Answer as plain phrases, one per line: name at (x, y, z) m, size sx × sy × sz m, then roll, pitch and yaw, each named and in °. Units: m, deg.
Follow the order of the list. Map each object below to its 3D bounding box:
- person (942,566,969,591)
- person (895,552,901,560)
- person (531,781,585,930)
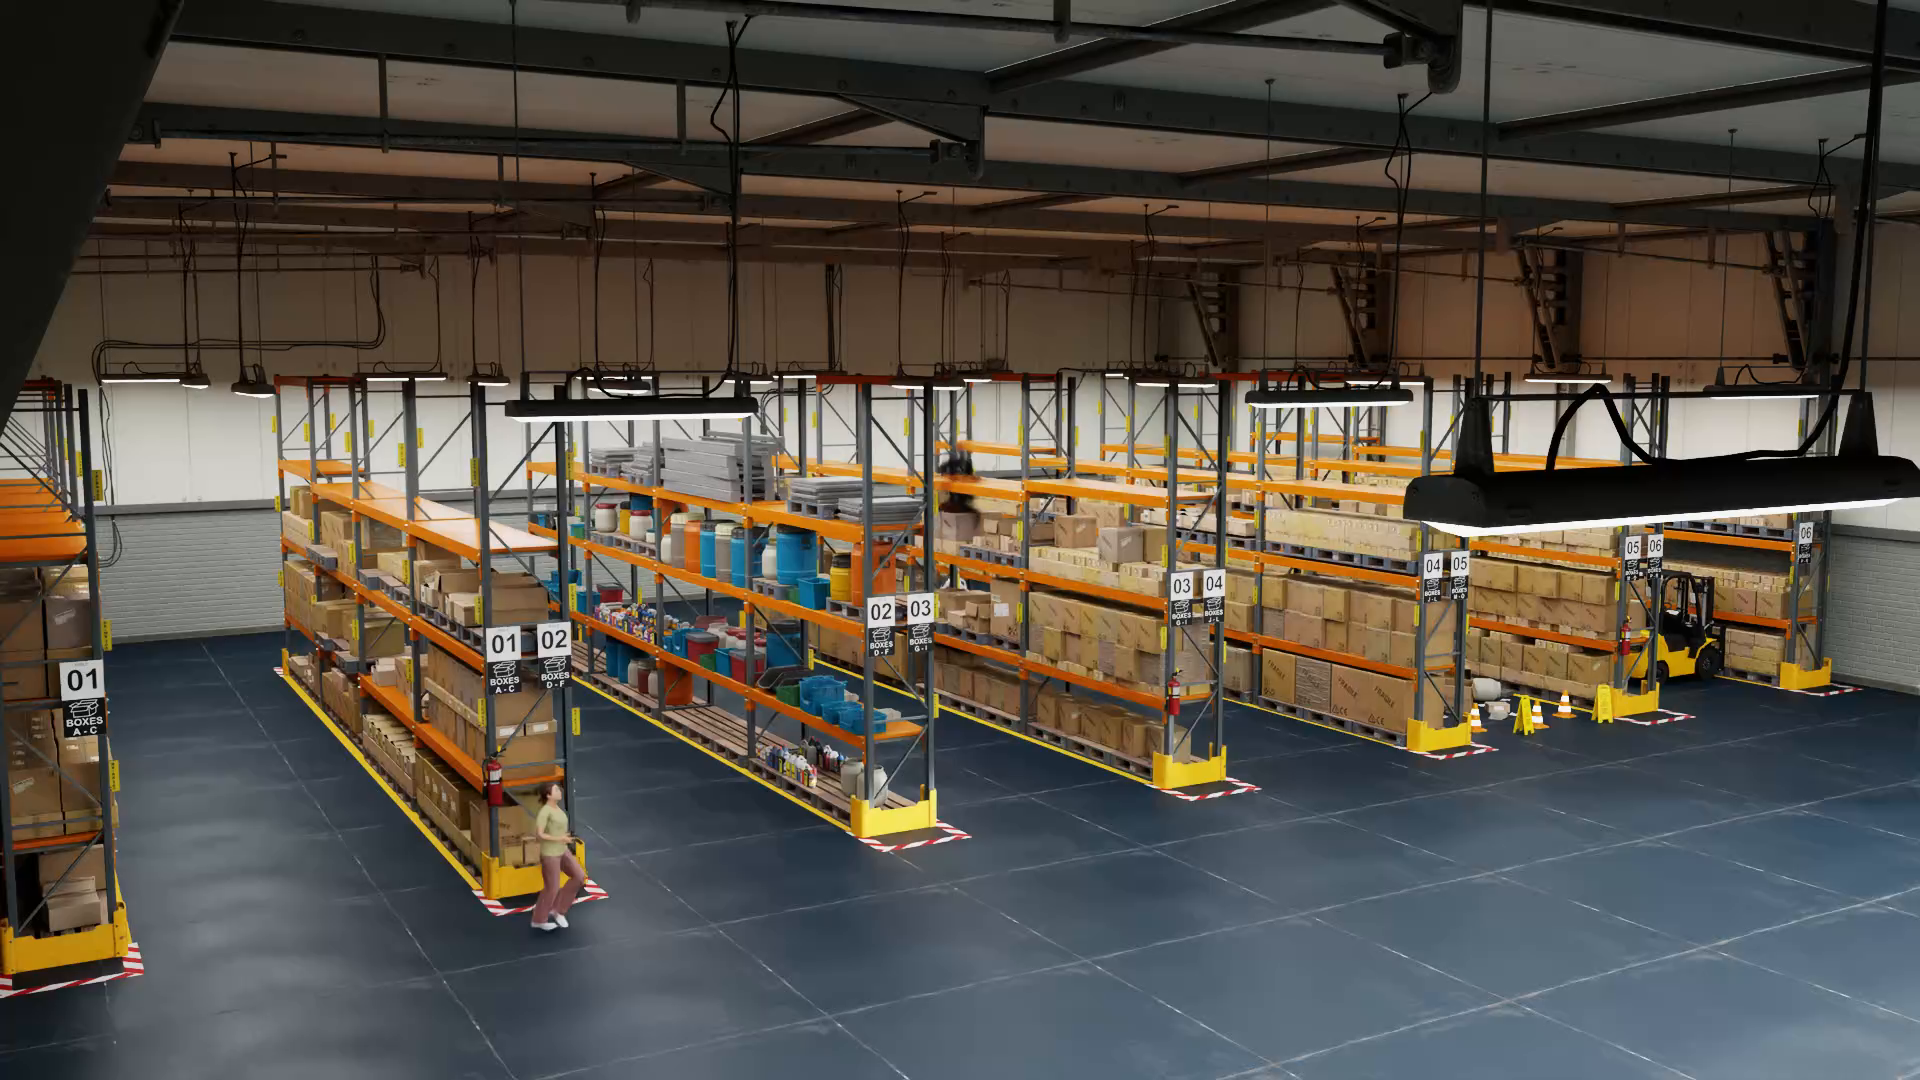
person at (-0.075, 1.419, 37.245) m, size 0.623 × 1.658 × 0.877 m, roll -4°, pitch 7°, yaw -30°
person at (-1.898, 0.987, 41.048) m, size 0.912 × 1.724 × 0.817 m, roll -5°, pitch 8°, yaw -39°
person at (-4.472, 3.489, 18.450) m, size 0.563 × 1.656 × 0.592 m, roll 1°, pitch 6°, yaw 9°
